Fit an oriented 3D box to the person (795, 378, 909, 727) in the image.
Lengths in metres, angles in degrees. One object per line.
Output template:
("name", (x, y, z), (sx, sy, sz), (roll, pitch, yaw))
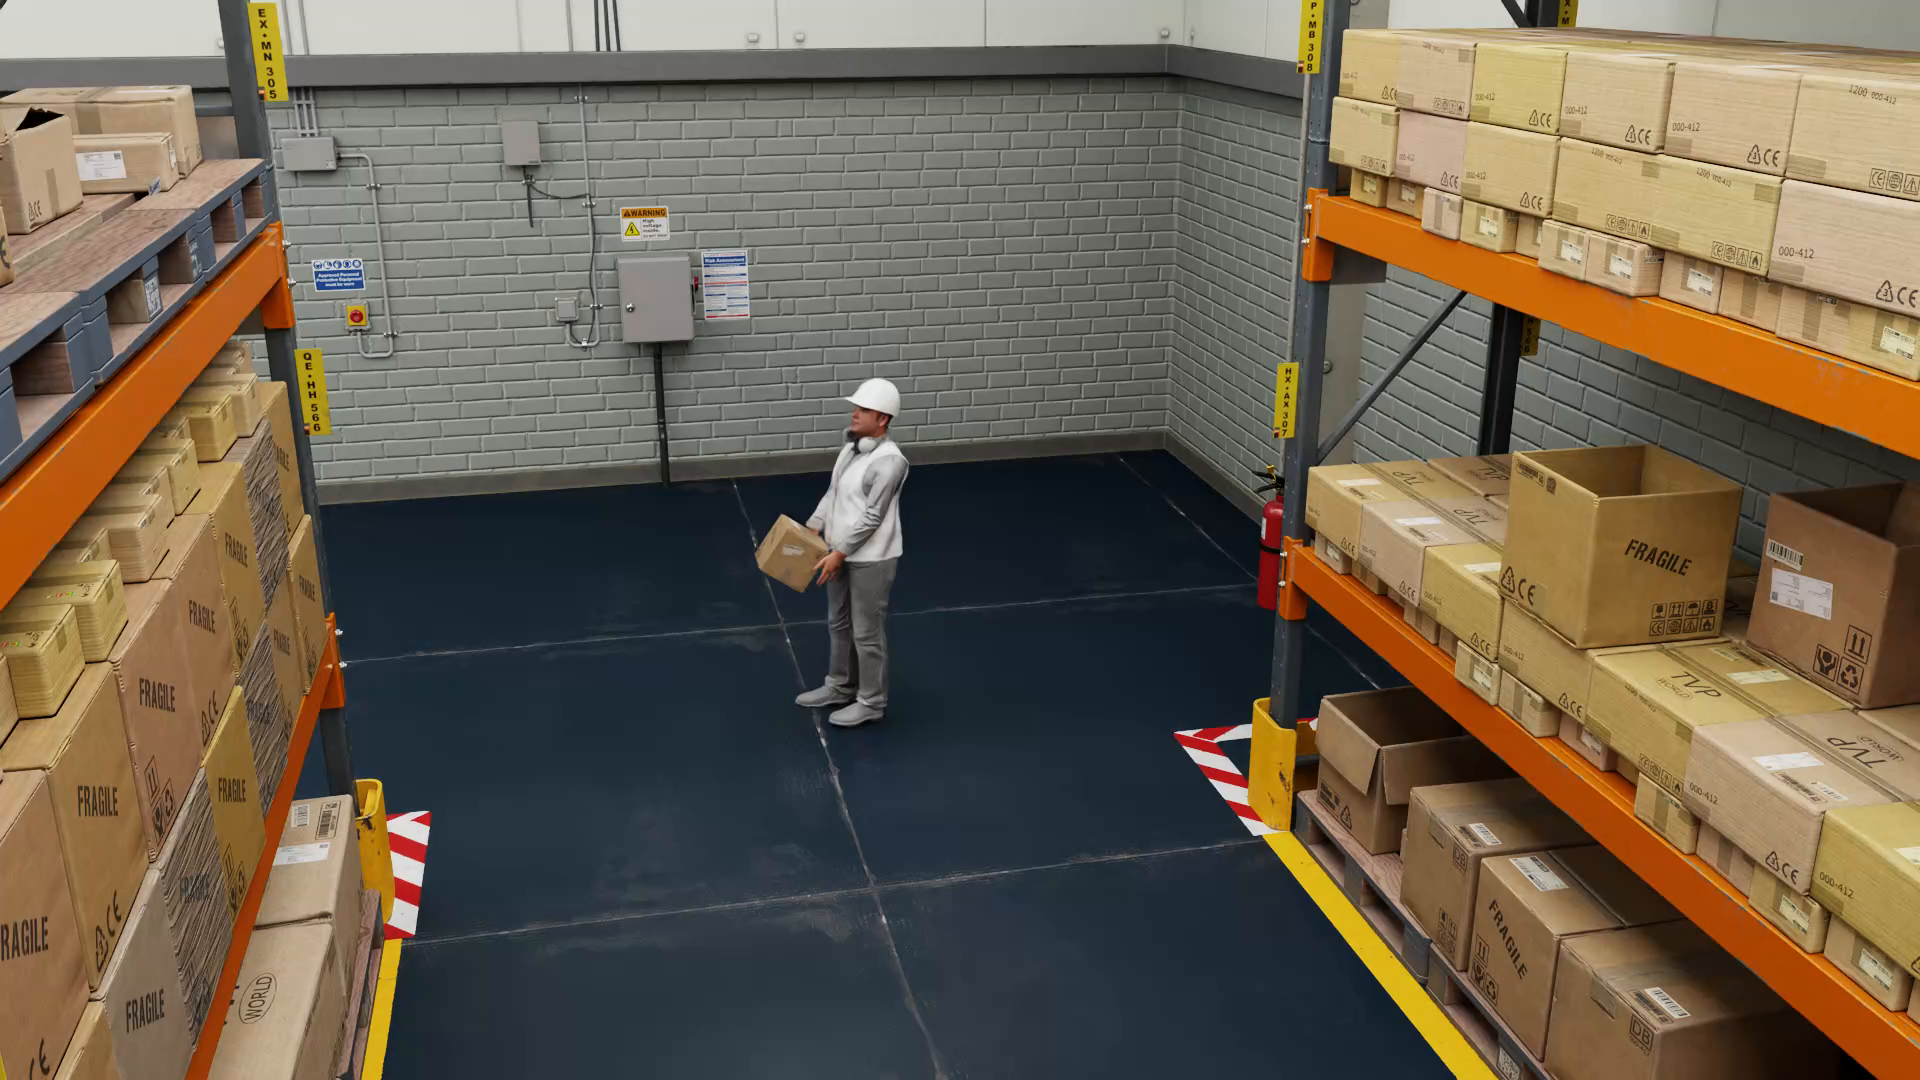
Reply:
("person", (-0.551, 0.068, 8.328), (0.522, 1.777, 0.561), (-10, 22, -26))
